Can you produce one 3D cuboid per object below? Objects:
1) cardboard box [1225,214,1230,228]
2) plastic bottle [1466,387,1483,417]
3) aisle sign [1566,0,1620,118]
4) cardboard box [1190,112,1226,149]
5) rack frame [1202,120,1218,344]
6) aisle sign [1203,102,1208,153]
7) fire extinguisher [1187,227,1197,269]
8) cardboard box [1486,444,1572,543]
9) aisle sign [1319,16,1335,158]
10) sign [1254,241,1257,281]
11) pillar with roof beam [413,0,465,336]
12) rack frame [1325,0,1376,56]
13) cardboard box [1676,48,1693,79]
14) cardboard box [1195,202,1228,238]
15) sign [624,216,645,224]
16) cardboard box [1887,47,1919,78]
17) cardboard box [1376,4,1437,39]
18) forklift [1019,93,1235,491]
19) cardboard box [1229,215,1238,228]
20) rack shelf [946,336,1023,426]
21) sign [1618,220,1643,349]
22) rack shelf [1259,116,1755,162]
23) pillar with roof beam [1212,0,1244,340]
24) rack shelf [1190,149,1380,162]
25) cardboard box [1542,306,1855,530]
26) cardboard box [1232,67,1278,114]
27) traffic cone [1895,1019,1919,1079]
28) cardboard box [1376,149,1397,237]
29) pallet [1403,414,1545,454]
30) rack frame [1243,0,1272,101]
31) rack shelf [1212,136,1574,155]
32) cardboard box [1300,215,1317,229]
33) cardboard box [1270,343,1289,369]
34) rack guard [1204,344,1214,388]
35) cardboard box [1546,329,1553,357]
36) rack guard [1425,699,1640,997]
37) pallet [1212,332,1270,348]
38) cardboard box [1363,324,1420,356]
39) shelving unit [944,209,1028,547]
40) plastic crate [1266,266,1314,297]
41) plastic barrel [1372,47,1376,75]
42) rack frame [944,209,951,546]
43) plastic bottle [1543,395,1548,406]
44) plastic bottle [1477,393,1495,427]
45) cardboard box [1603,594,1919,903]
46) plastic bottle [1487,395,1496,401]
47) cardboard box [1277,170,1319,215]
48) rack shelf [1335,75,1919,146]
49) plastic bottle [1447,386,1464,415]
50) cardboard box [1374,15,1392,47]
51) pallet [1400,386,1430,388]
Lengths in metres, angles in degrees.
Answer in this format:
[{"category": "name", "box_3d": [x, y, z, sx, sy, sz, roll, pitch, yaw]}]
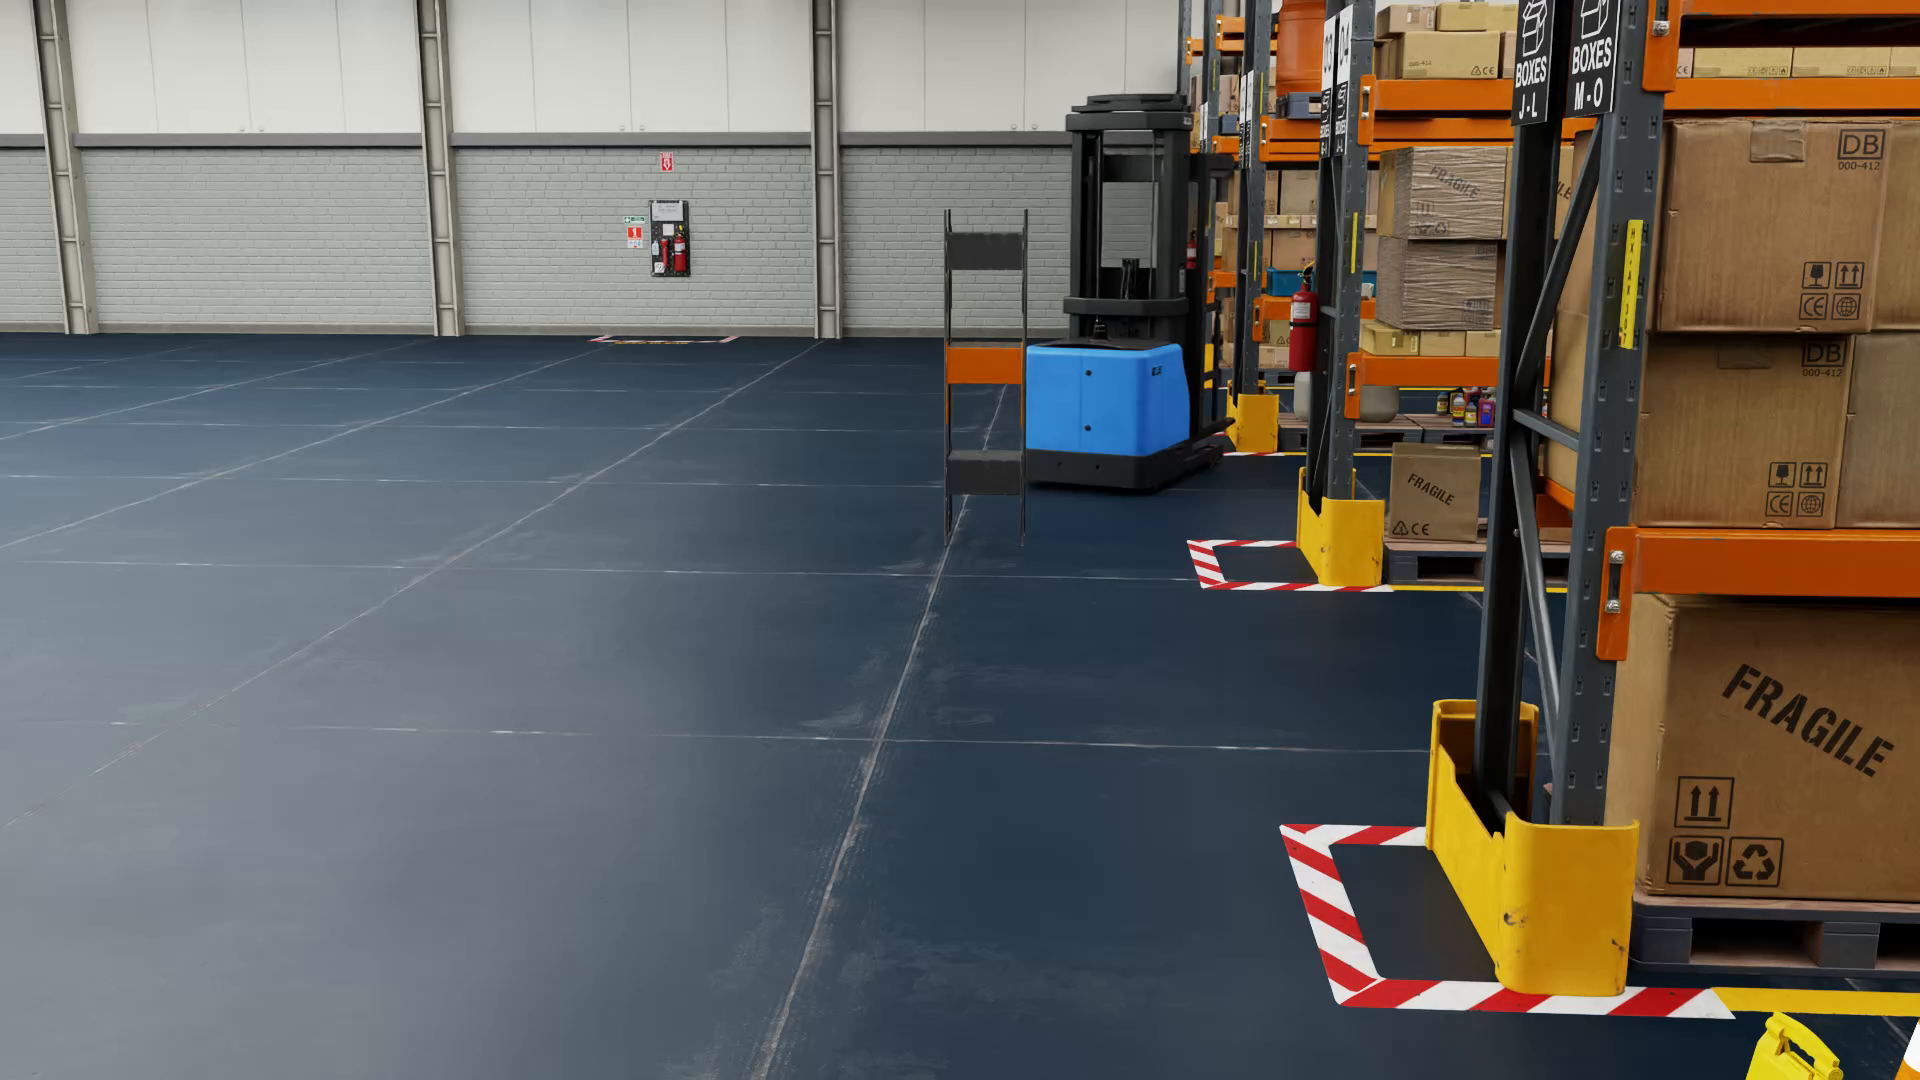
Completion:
[{"category": "cardboard box", "box_3d": [3.262, -3.746, 19.519, 0.250, 0.149, 0.380, 1, 12, 3]}, {"category": "plastic bottle", "box_3d": [4.638, -1.253, 14.992, 0.133, 0.283, 0.061, 1, 12, 4]}, {"category": "aisle sign", "box_3d": [1.679, -1.522, 4.369, 0.004, 0.787, 0.394, 1, 12, 4]}, {"category": "cardboard box", "box_3d": [3.512, -5.829, 23.688, 0.500, 0.500, 0.500, 1, 12, 5]}, {"category": "rack frame", "box_3d": [2.868, -3.345, 19.435, 0.127, 3.000, 1.000, 1, 12, 4]}, {"category": "aisle sign", "box_3d": [2.782, -4.556, 18.874, 0.004, 0.787, 0.394, 1, 12, 4]}, {"category": "fire extinguisher", "box_3d": [2.781, -3.404, 19.904, 0.183, 0.674, 0.296, 1, 12, 4]}, {"category": "cardboard box", "box_3d": [3.423, -0.291, 9.911, 0.500, 0.500, 0.500, 4, 12, 19]}, {"category": "aisle sign", "box_3d": [2.161, -2.656, 9.791, 0.004, 0.787, 0.394, 1, 12, 4]}, {"category": "sign", "box_3d": [2.492, -2.357, 14.032, 0.005, 0.325, 0.100, 1, 12, 4]}, {"category": "pillar with roof beam", "box_3d": [-8.309, -6.746, 21.038, 0.400, 9.000, 9.100, 1, 12, 4]}, {"category": "rack frame", "box_3d": [2.202, -4.258, 9.146, 0.127, 3.000, 1.000, 1, 12, 4]}, {"category": "cardboard box", "box_3d": [3.675, -2.644, 9.121, 0.500, 0.250, 0.500, 1, 12, 4]}, {"category": "cardboard box", "box_3d": [3.652, -4.593, 23.885, 0.500, 0.500, 0.500, 1, 12, 4]}, {"category": "sign", "box_3d": [-5.039, -4.952, 25.733, 0.331, 0.109, 0.001, 1, 12, 4]}, {"category": "cardboard box", "box_3d": [5.201, -2.624, 9.026, 0.500, 0.250, 0.500, 1, 12, 5]}, {"category": "cardboard box", "box_3d": [2.462, -2.861, 9.184, 0.250, 0.149, 0.380, 1, 12, 3]}, {"category": "forklift", "box_3d": [1.536, -2.059, 13.452, 1.130, 2.935, 3.031, 6, 13, 25]}, {"category": "cardboard box", "box_3d": [3.245, -3.663, 19.122, 0.250, 0.149, 0.380, 1, 12, 3]}, {"category": "rack shelf", "box_3d": [0.165, -1.012, 10.545, 0.480, 0.518, 0.431, 1, 12, 4]}, {"category": "sign", "box_3d": [1.727, -0.659, 4.285, 0.005, 0.325, 0.100, 1, 12, 4]}, {"category": "rack shelf", "box_3d": [4.529, -3.422, 14.233, 4.000, 0.370, 1.077, 1, 12, 4]}, {"category": "pillar with roof beam", "box_3d": [3.664, -6.582, 20.254, 0.400, 9.000, 9.100, 1, 12, 4]}, {"category": "rack shelf", "box_3d": [5.191, -5.446, 23.909, 4.000, 0.370, 1.077, 1, 12, 4]}, {"category": "cardboard box", "box_3d": [2.143, -0.387, 4.928, 0.550, 0.550, 0.875, 1, 12, 4]}, {"category": "cardboard box", "box_3d": [3.441, -5.130, 19.018, 0.637, 0.503, 0.797, 2, 12, 8]}, {"category": "traffic cone", "box_3d": [2.205, 1.229, 3.761, 0.334, 0.463, 0.336, 1, 12, 4]}, {"category": "cardboard box", "box_3d": [2.768, -2.049, 9.823, 0.500, 0.500, 0.500, 1, 12, 4]}, {"category": "pallet", "box_3d": [4.637, -0.948, 14.783, 1.213, 0.211, 1.003, 1, 12, 4]}, {"category": "rack frame", "box_3d": [2.533, -5.270, 13.983, 0.127, 3.000, 1.000, 1, 12, 4]}, {"category": "rack shelf", "box_3d": [4.864, -4.434, 19.071, 4.000, 0.370, 1.077, 1, 12, 4]}, {"category": "cardboard box", "box_3d": [4.009, -3.652, 19.071, 0.250, 0.149, 0.380, 1, 12, 3]}, {"category": "cardboard box", "box_3d": [3.888, -2.146, 19.392, 0.500, 0.250, 0.500, 1, 12, 4]}, {"category": "rack guard", "box_3d": [2.844, -2.122, 19.693, 0.348, 0.500, 1.175, 1, 12, 4]}, {"category": "cardboard box", "box_3d": [3.218, -1.133, 9.473, 0.250, 0.149, 0.380, 1, 12, 4]}, {"category": "rack guard", "box_3d": [1.746, 0.913, 5.181, 0.348, 0.500, 1.175, 1, 12, 4]}, {"category": "pallet", "box_3d": [4.080, -2.973, 24.466, 1.213, 0.211, 1.003, 1, 12, 4]}, {"category": "cardboard box", "box_3d": [2.471, -1.146, 9.535, 0.250, 0.149, 0.380, 1, 12, 4]}, {"category": "shelving unit", "box_3d": [0.165, -1.025, 10.542, 0.503, 2.100, 0.431, 1, 12, 4]}, {"category": "plastic crate", "box_3d": [3.053, -2.315, 14.872, 0.616, 0.251, 0.499, 1, 12, 4]}, {"category": "plastic barrel", "box_3d": [3.679, -4.110, 14.278, 0.600, 0.588, 0.600, 0, 12, 0]}, {"category": "rack frame", "box_3d": [-0.078, -1.029, 10.558, 0.015, 2.100, 0.400, 1, 12, 4]}, {"category": "plastic bottle", "box_3d": [5.278, -1.232, 15.089, 0.097, 0.201, 0.097, 0, 12, 0]}, {"category": "plastic bottle", "box_3d": [4.546, -1.124, 14.375, 0.133, 0.283, 0.061, 1, 12, 5]}, {"category": "cardboard box", "box_3d": [2.451, 0.520, 5.118, 0.875, 0.875, 0.875, 1, 12, 4]}, {"category": "plastic bottle", "box_3d": [4.794, -1.207, 14.972, 0.097, 0.201, 0.097, 0, 12, 0]}, {"category": "cardboard box", "box_3d": [3.911, -4.014, 19.216, 0.500, 0.500, 0.700, 0, 12, 2]}, {"category": "rack shelf", "box_3d": [4.198, -2.410, 9.396, 4.000, 0.370, 1.077, 1, 12, 4]}, {"category": "plastic bottle", "box_3d": [4.513, -1.286, 15.149, 0.133, 0.283, 0.061, 1, 12, 5]}, {"category": "cardboard box", "box_3d": [2.500, -2.972, 9.715, 0.250, 0.149, 0.380, 1, 12, 4]}, {"category": "pallet", "box_3d": [4.848, -1.961, 19.629, 1.213, 0.211, 1.003, 1, 12, 4]}]
